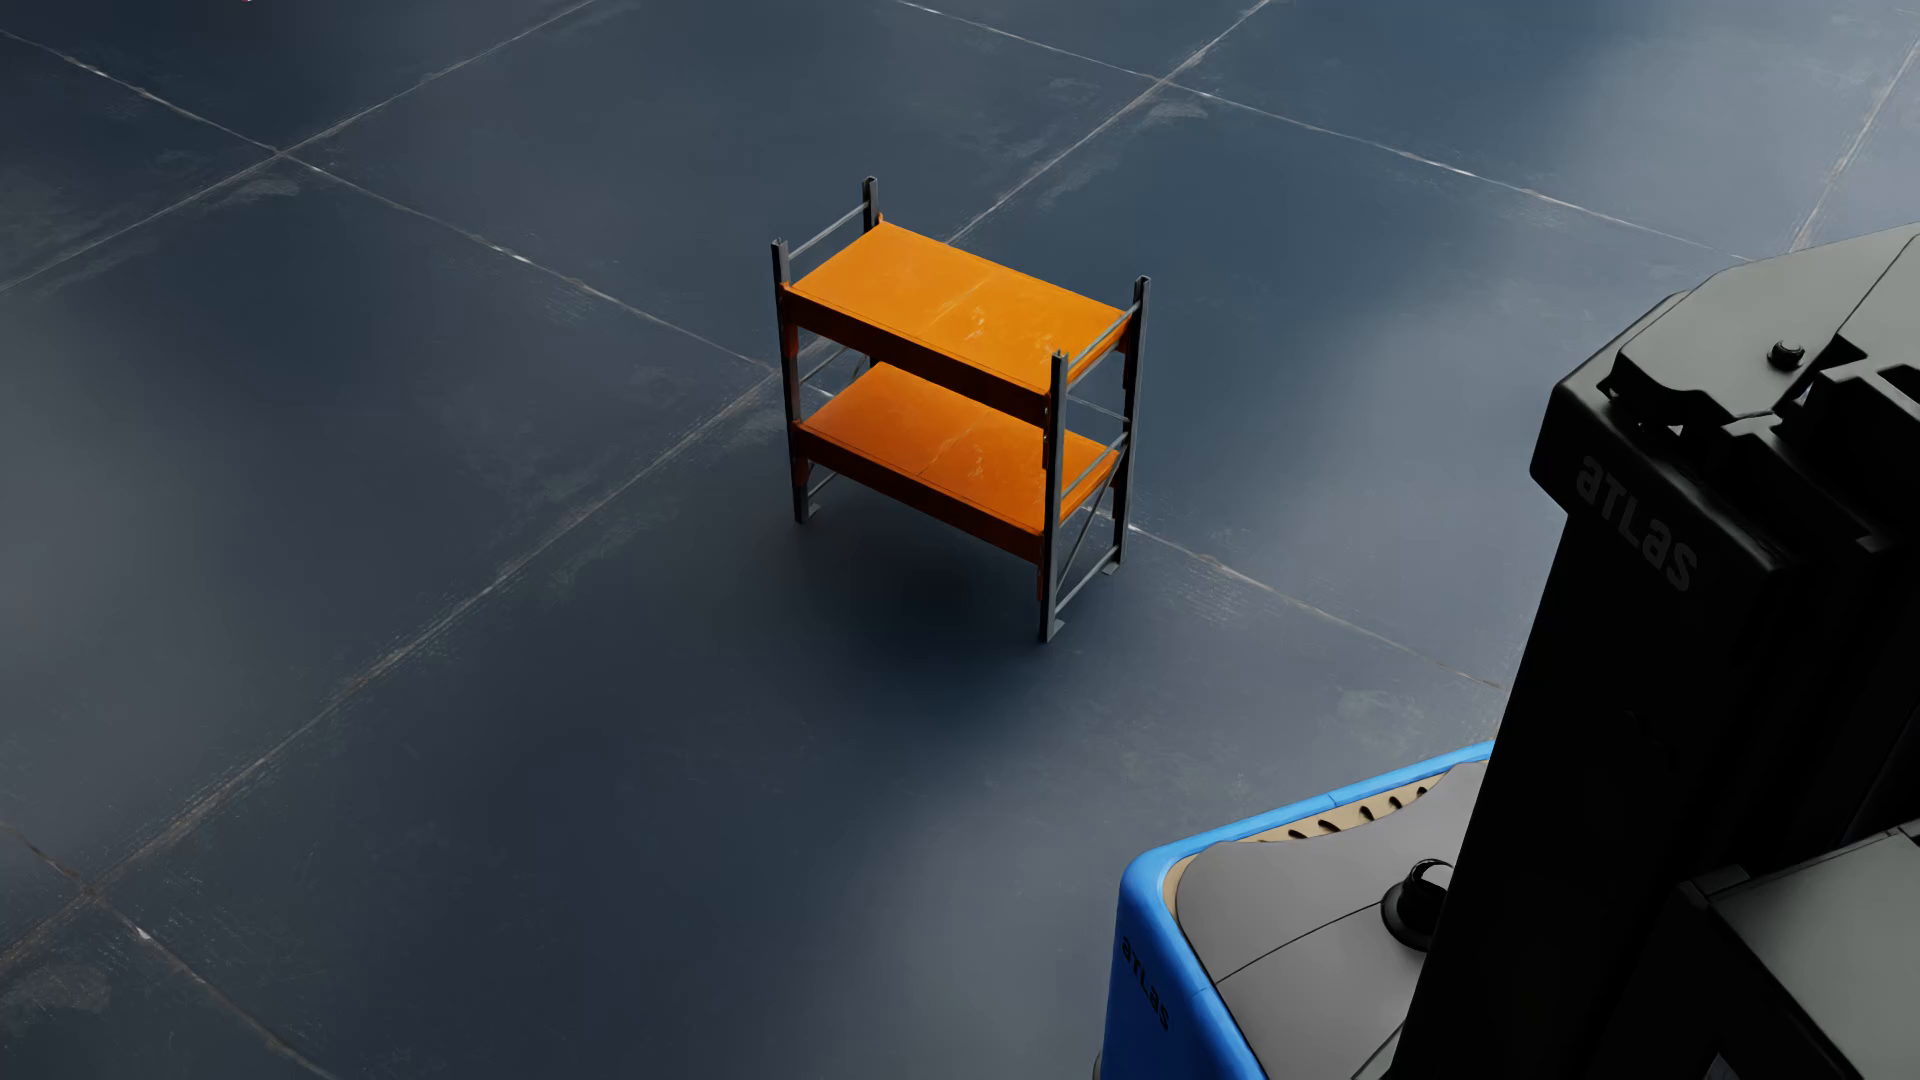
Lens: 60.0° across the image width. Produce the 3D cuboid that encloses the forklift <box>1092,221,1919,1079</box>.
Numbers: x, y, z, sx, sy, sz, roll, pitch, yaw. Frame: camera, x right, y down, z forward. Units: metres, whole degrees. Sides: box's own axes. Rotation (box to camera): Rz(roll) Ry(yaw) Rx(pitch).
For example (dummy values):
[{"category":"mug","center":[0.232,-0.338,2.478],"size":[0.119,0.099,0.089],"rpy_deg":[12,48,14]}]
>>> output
[{"category":"forklift","center":[1.318,1.163,2.249],"size":[1.130,2.935,3.031],"rpy_deg":[-15,44,-16]}]

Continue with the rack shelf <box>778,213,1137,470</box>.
[{"category":"rack shelf","center":[-0.006,-0.640,5.180],"size":[1.000,0.278,0.538],"rpy_deg":[25,48,25]}]

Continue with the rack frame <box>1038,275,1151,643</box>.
[{"category":"rack frame","center":[0.411,-0.227,5.157],"size":[0.032,1.125,0.500],"rpy_deg":[25,48,25]}]

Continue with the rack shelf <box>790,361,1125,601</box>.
[{"category":"rack shelf","center":[-0.006,-0.240,5.538],"size":[1.000,0.278,0.538],"rpy_deg":[25,48,25]}]

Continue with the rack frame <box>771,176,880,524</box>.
[{"category":"rack frame","center":[-0.422,-0.616,5.592],"size":[0.032,1.125,0.500],"rpy_deg":[25,48,25]}]

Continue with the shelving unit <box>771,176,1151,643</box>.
[{"category":"shelving unit","center":[-0.006,-0.422,5.375],"size":[1.048,1.125,0.538],"rpy_deg":[25,48,25]}]
